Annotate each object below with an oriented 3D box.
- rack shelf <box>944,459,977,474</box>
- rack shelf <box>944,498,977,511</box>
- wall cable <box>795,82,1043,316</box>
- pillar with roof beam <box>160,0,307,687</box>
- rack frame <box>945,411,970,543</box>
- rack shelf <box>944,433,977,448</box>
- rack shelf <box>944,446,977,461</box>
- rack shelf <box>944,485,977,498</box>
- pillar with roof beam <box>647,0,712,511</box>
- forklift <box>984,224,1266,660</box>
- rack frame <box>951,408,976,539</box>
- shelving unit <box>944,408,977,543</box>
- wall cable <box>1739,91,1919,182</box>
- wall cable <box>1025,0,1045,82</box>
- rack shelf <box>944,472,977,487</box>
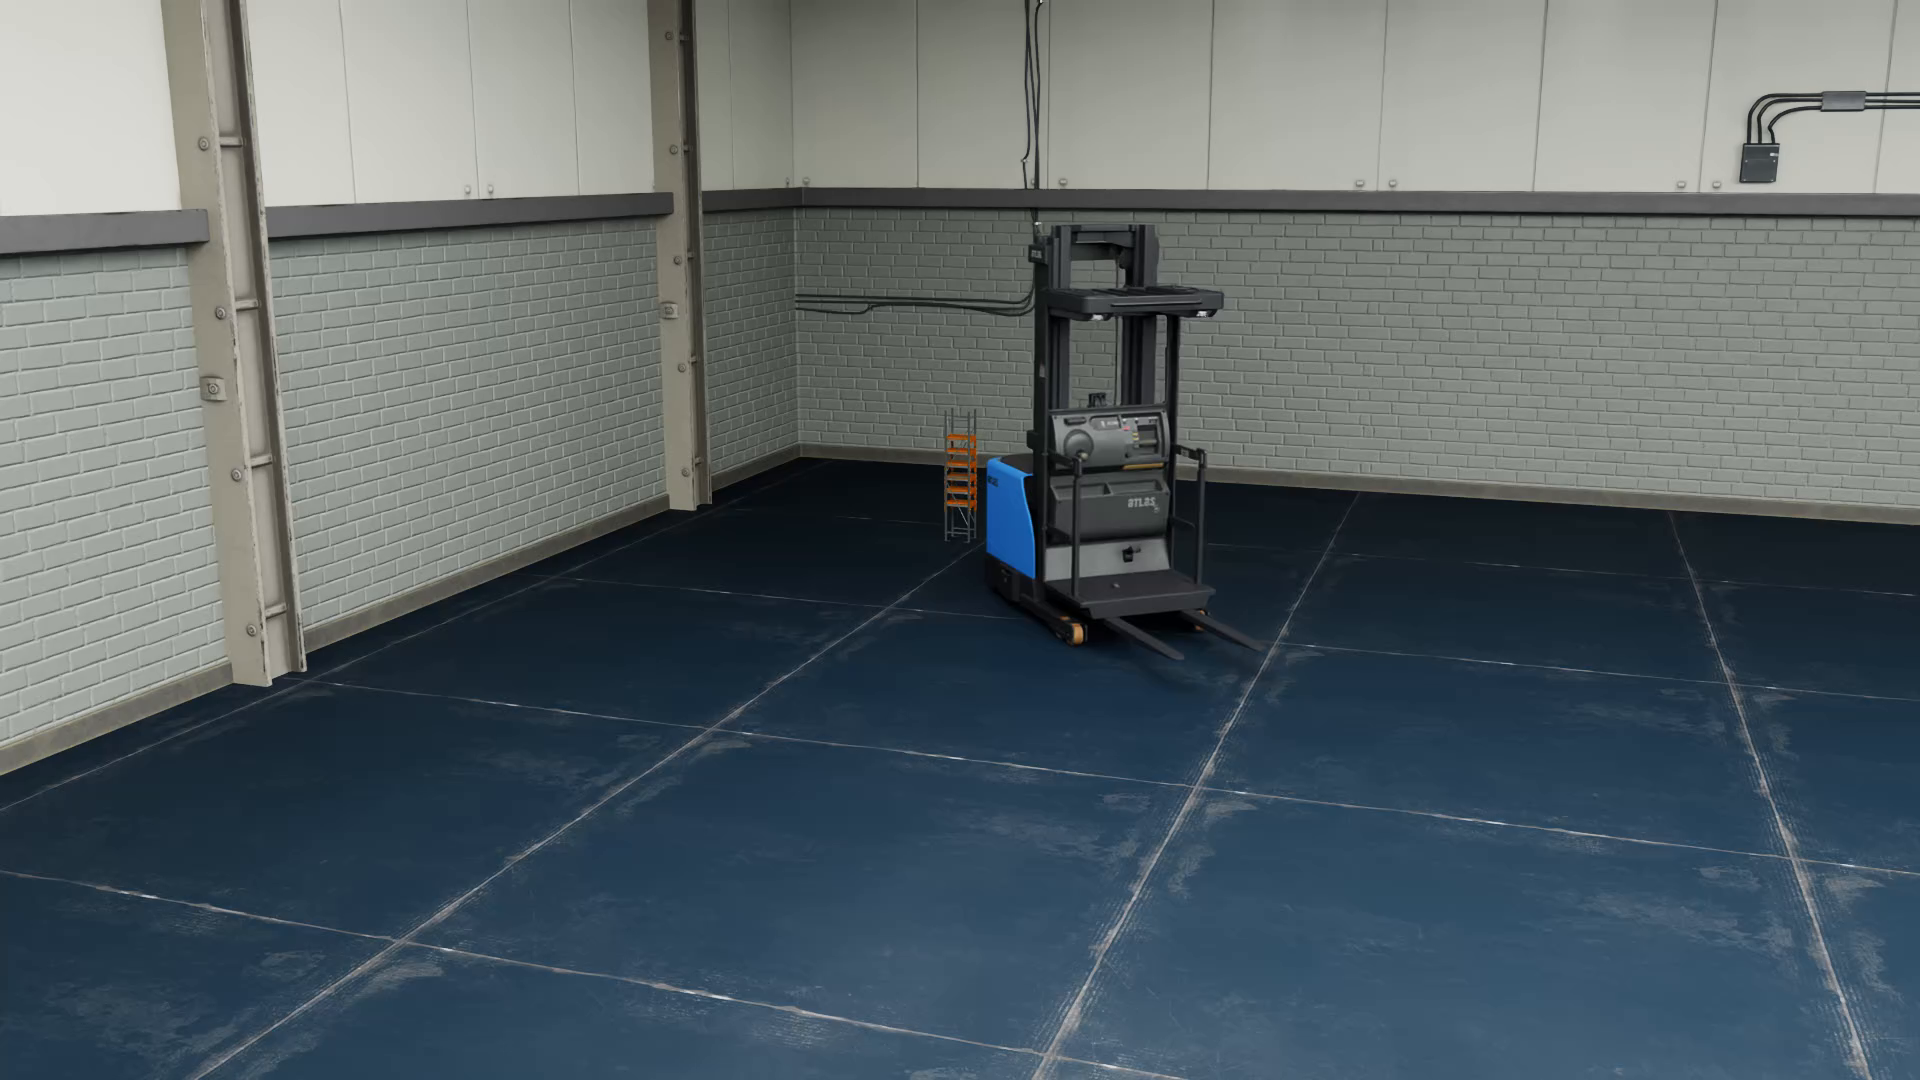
[{"bbox_3d":[0.005,-0.662,15.113,0.258,0.103,0.180,4,14,18],"label":"rack shelf"},{"bbox_3d":[0.005,-0.311,15.193,0.258,0.103,0.180,4,14,18],"label":"rack shelf"},{"bbox_3d":[-0.520,-3.744,18.407,3.097,2.526,0.112,4,14,18],"label":"wall cable"},{"bbox_3d":[-0.592,-3.159,8.868,9.100,9.000,0.400,4,14,18],"label":"pillar with roof beam"},{"bbox_3d":[-0.025,-0.569,15.045,0.240,1.200,0.006,4,14,18],"label":"rack frame"},{"bbox_3d":[0.005,-0.896,15.060,0.258,0.103,0.180,4,14,18],"label":"rack shelf"},{"bbox_3d":[0.005,-0.779,15.086,0.258,0.103,0.180,4,14,18],"label":"rack shelf"},{"bbox_3d":[0.005,-0.428,15.166,0.258,0.103,0.180,4,14,18],"label":"rack shelf"},{"bbox_3d":[1.349,-4.422,14.403,9.100,9.000,0.400,4,14,18],"label":"pillar with roof beam"},{"bbox_3d":[1.191,-0.775,12.058,1.130,2.935,3.031,-5,14,-20],"label":"forklift"},{"bbox_3d":[0.034,-0.607,15.214,0.240,1.200,0.006,4,14,18],"label":"rack frame"},{"bbox_3d":[0.005,-0.588,15.130,0.258,1.200,0.189,4,14,18],"label":"shelving unit"},{"bbox_3d":[8.458,-6.229,14.674,2.305,6.003,0.169,4,14,18],"label":"wall cable"},{"bbox_3d":[2.040,-6.011,16.991,3.097,2.526,0.112,4,14,18],"label":"wall cable"},{"bbox_3d":[0.005,-0.545,15.140,0.258,0.103,0.180,4,14,18],"label":"rack shelf"}]
